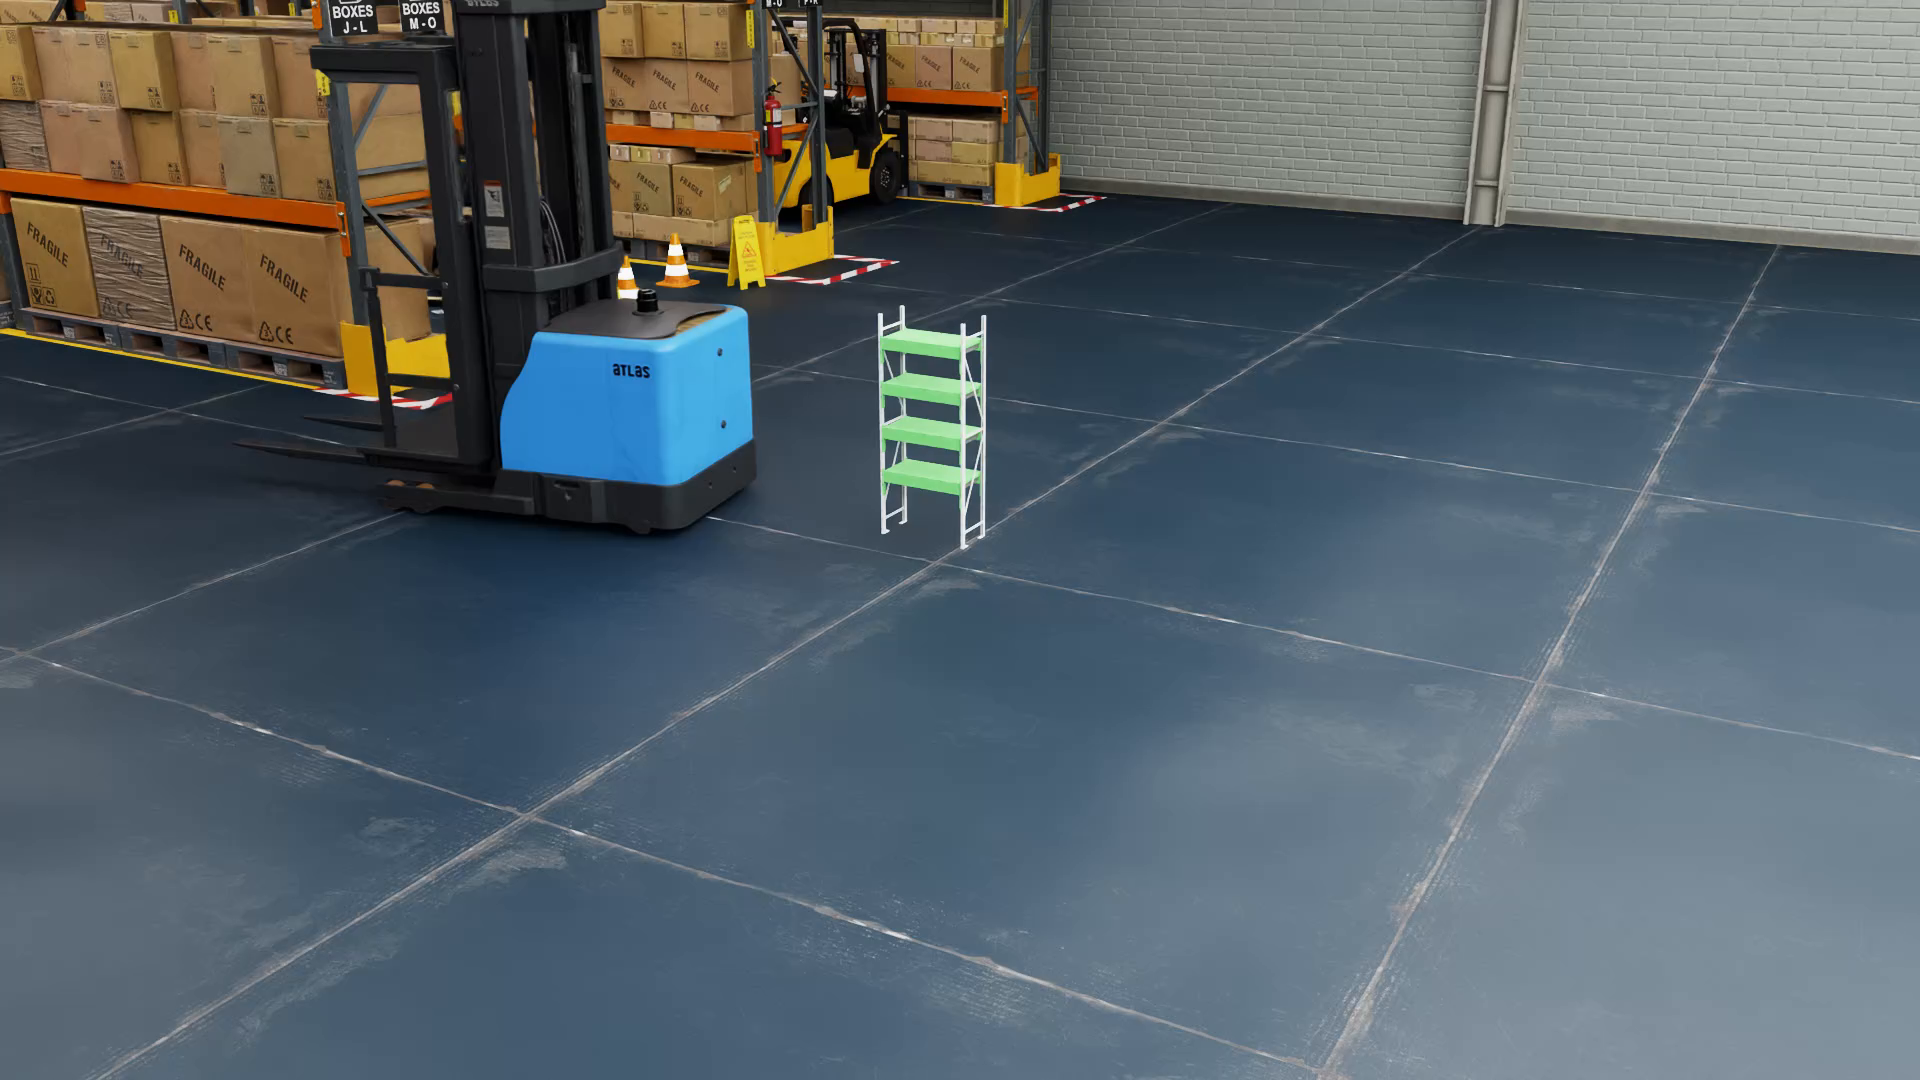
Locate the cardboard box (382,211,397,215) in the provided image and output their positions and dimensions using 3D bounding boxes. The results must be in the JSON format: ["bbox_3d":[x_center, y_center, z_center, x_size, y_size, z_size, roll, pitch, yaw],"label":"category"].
[{"bbox_3d":[-5.943,-3.407,16.414,0.500,0.500,0.500,11,23,27],"label":"cardboard box"}]

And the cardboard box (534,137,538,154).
[{"bbox_3d":[-4.189,-4.021,16.917,0.250,0.149,0.380,12,23,29],"label":"cardboard box"}]

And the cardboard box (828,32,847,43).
[{"bbox_3d":[-1.431,-6.239,20.567,0.250,0.149,0.380,10,22,26],"label":"cardboard box"}]

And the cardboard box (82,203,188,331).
[{"bbox_3d":[-6.124,-2.195,13.017,0.875,0.875,0.875,11,23,28],"label":"cardboard box"}]

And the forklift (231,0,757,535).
[{"bbox_3d":[-2.751,-1.687,9.219,3.031,2.935,1.130,6,21,17],"label":"forklift"}]

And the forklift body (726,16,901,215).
[{"bbox_3d":[-1.737,-4.947,19.350,1.214,2.155,2.313,11,23,27],"label":"forklift body"}]

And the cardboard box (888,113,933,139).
[{"bbox_3d":[-0.640,-5.097,20.467,0.500,0.250,0.500,11,23,28],"label":"cardboard box"}]

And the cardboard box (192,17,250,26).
[{"bbox_3d":[-8.314,-5.667,18.890,0.500,0.500,0.500,10,22,26],"label":"cardboard box"}]

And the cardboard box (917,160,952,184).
[{"bbox_3d":[-0.186,-4.549,20.422,0.500,0.250,0.500,11,23,27],"label":"cardboard box"}]

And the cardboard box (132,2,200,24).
[{"bbox_3d":[-9.173,-5.951,19.260,0.500,0.500,0.500,10,22,26],"label":"cardboard box"}]

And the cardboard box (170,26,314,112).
[{"bbox_3d":[-5.188,-3.454,12.186,0.550,0.550,0.875,11,23,27],"label":"cardboard box"}]

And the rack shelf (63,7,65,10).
[{"bbox_3d":[-9.173,-4.675,14.011,4.000,0.370,1.077,11,23,27],"label":"rack shelf"}]

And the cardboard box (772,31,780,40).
[{"bbox_3d":[-2.307,-6.417,21.060,0.250,0.149,0.380,11,23,29],"label":"cardboard box"}]

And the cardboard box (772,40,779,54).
[{"bbox_3d":[-2.424,-6.135,21.232,0.500,0.500,0.500,10,22,26],"label":"cardboard box"}]

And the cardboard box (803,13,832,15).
[{"bbox_3d":[-1.822,-6.674,21.331,0.250,0.149,0.380,11,22,27],"label":"cardboard box"}]

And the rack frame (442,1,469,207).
[{"bbox_3d":[-5.102,-4.761,17.591,0.127,3.000,1.000,11,23,27],"label":"rack frame"}]

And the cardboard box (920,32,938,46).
[{"bbox_3d":[-0.276,-6.040,20.019,0.250,0.149,0.380,11,22,27],"label":"cardboard box"}]

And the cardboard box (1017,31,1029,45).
[{"bbox_3d":[0.638,-6.060,20.074,0.250,0.149,0.380,10,22,26],"label":"cardboard box"}]

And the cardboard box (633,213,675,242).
[{"bbox_3d":[-2.895,-3.143,16.549,0.500,0.250,0.500,11,23,27],"label":"cardboard box"}]

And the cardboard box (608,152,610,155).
[{"bbox_3d":[-3.793,-3.668,16.894,0.500,0.500,0.500,12,23,30],"label":"cardboard box"}]

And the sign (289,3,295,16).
[{"bbox_3d":[-9.926,-7.814,24.738,0.005,0.325,0.100,11,23,27],"label":"sign"}]

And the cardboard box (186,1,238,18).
[{"bbox_3d":[-8.905,-6.098,19.664,0.500,0.500,0.500,10,22,26],"label":"cardboard box"}]

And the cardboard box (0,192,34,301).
[{"bbox_3d":[-8.013,-2.487,14.005,0.750,0.750,1.050,11,23,27],"label":"cardboard box"}]

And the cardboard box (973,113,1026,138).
[{"bbox_3d":[0.481,-5.085,20.435,0.500,0.250,0.500,10,22,26],"label":"cardboard box"}]

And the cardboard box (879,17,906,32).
[{"bbox_3d":[-0.771,-6.245,20.149,0.250,0.149,0.380,11,23,28],"label":"cardboard box"}]

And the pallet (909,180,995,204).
[{"bbox_3d":[0.120,-4.378,20.625,1.213,0.211,1.003,11,23,27],"label":"pallet"}]

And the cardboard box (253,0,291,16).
[{"bbox_3d":[-10.839,-8.318,26.082,0.500,0.500,0.500,10,22,26],"label":"cardboard box"}]

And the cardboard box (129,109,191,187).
[{"bbox_3d":[-5.683,-3.015,12.559,0.500,0.550,0.875,11,23,27],"label":"cardboard box"}]

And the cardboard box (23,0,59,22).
[{"bbox_3d":[-10.947,-6.289,20.191,0.500,0.500,0.500,10,22,26],"label":"cardboard box"}]

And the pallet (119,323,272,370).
[{"bbox_3d":[-5.733,-1.607,12.987,1.213,0.211,1.003,11,23,27],"label":"pallet"}]

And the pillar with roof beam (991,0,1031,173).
[{"bbox_3d":[-1.460,-7.497,16.336,0.400,9.000,9.100,11,23,27],"label":"pillar with roof beam"}]

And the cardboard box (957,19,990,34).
[{"bbox_3d":[0.162,-6.094,19.733,0.250,0.149,0.380,11,23,27],"label":"cardboard box"}]

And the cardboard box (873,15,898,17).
[{"bbox_3d":[-0.950,-6.494,20.835,0.250,0.149,0.380,12,23,29],"label":"cardboard box"}]

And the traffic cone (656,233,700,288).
[{"bbox_3d":[-2.614,-2.591,15.329,0.334,0.463,0.336,11,23,27],"label":"traffic cone"}]

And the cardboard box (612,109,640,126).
[{"bbox_3d":[-3.191,-4.168,16.325,0.250,0.149,0.380,11,22,27],"label":"cardboard box"}]

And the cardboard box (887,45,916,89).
[{"bbox_3d":[-0.646,-5.799,20.306,0.500,0.500,0.500,10,22,26],"label":"cardboard box"}]

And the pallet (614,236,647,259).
[{"bbox_3d":[-3.429,-3.146,17.230,1.213,0.211,1.003,11,23,27],"label":"pallet"}]

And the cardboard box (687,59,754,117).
[{"bbox_3d":[-2.218,-4.291,15.713,0.500,0.500,0.500,10,22,26],"label":"cardboard box"}]

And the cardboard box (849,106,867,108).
[{"bbox_3d":[-1.275,-5.422,21.364,0.500,0.250,0.500,11,23,28],"label":"cardboard box"}]

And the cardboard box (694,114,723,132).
[{"bbox_3d":[-2.316,-3.985,15.821,0.250,0.149,0.380,10,22,27],"label":"cardboard box"}]

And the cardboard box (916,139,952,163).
[{"bbox_3d":[-0.202,-4.788,20.350,0.500,0.250,0.500,11,22,27],"label":"cardboard box"}]

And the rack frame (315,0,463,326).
[{"bbox_3d":[-3.935,-2.605,11.649,0.127,3.000,1.000,11,23,27],"label":"rack frame"}]

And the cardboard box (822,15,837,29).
[{"bbox_3d":[-1.637,-6.425,20.644,0.250,0.149,0.380,10,22,26],"label":"cardboard box"}]

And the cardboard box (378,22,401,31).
[{"bbox_3d":[-6.050,-5.236,17.702,0.500,0.500,0.500,11,23,28],"label":"cardboard box"}]

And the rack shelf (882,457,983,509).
[{"bbox_3d":[-0.145,-0.306,8.840,0.480,0.148,0.258,11,23,27],"label":"rack shelf"}]

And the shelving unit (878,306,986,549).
[{"bbox_3d":[-0.145,-0.592,8.736,0.503,1.200,0.258,11,23,27],"label":"shelving unit"}]

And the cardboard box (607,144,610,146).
[{"bbox_3d":[-4.009,-3.916,17.578,0.500,0.500,0.500,11,23,28],"label":"cardboard box"}]

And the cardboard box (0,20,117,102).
[{"bbox_3d":[-7.122,-3.777,13.076,0.550,0.550,0.875,11,23,27],"label":"cardboard box"}]

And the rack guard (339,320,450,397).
[{"bbox_3d":[-3.914,-1.426,12.064,0.348,0.500,1.175,11,23,27],"label":"rack guard"}]

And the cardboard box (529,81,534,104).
[{"bbox_3d":[-3.972,-4.628,16.641,0.500,0.500,0.500,11,22,27],"label":"cardboard box"}]

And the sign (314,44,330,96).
[{"bbox_3d":[-4.212,-3.102,10.972,0.005,0.325,0.100,11,23,27],"label":"sign"}]

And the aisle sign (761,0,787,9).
[{"bbox_3d":[-1.697,-5.221,15.048,0.004,0.787,0.394,11,23,27],"label":"aisle sign"}]

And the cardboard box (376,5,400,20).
[{"bbox_3d":[-6.338,-5.784,18.261,0.250,0.149,0.380,12,23,30],"label":"cardboard box"}]

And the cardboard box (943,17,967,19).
[{"bbox_3d":[-0.039,-6.324,20.367,0.250,0.149,0.380,11,23,28],"label":"cardboard box"}]
